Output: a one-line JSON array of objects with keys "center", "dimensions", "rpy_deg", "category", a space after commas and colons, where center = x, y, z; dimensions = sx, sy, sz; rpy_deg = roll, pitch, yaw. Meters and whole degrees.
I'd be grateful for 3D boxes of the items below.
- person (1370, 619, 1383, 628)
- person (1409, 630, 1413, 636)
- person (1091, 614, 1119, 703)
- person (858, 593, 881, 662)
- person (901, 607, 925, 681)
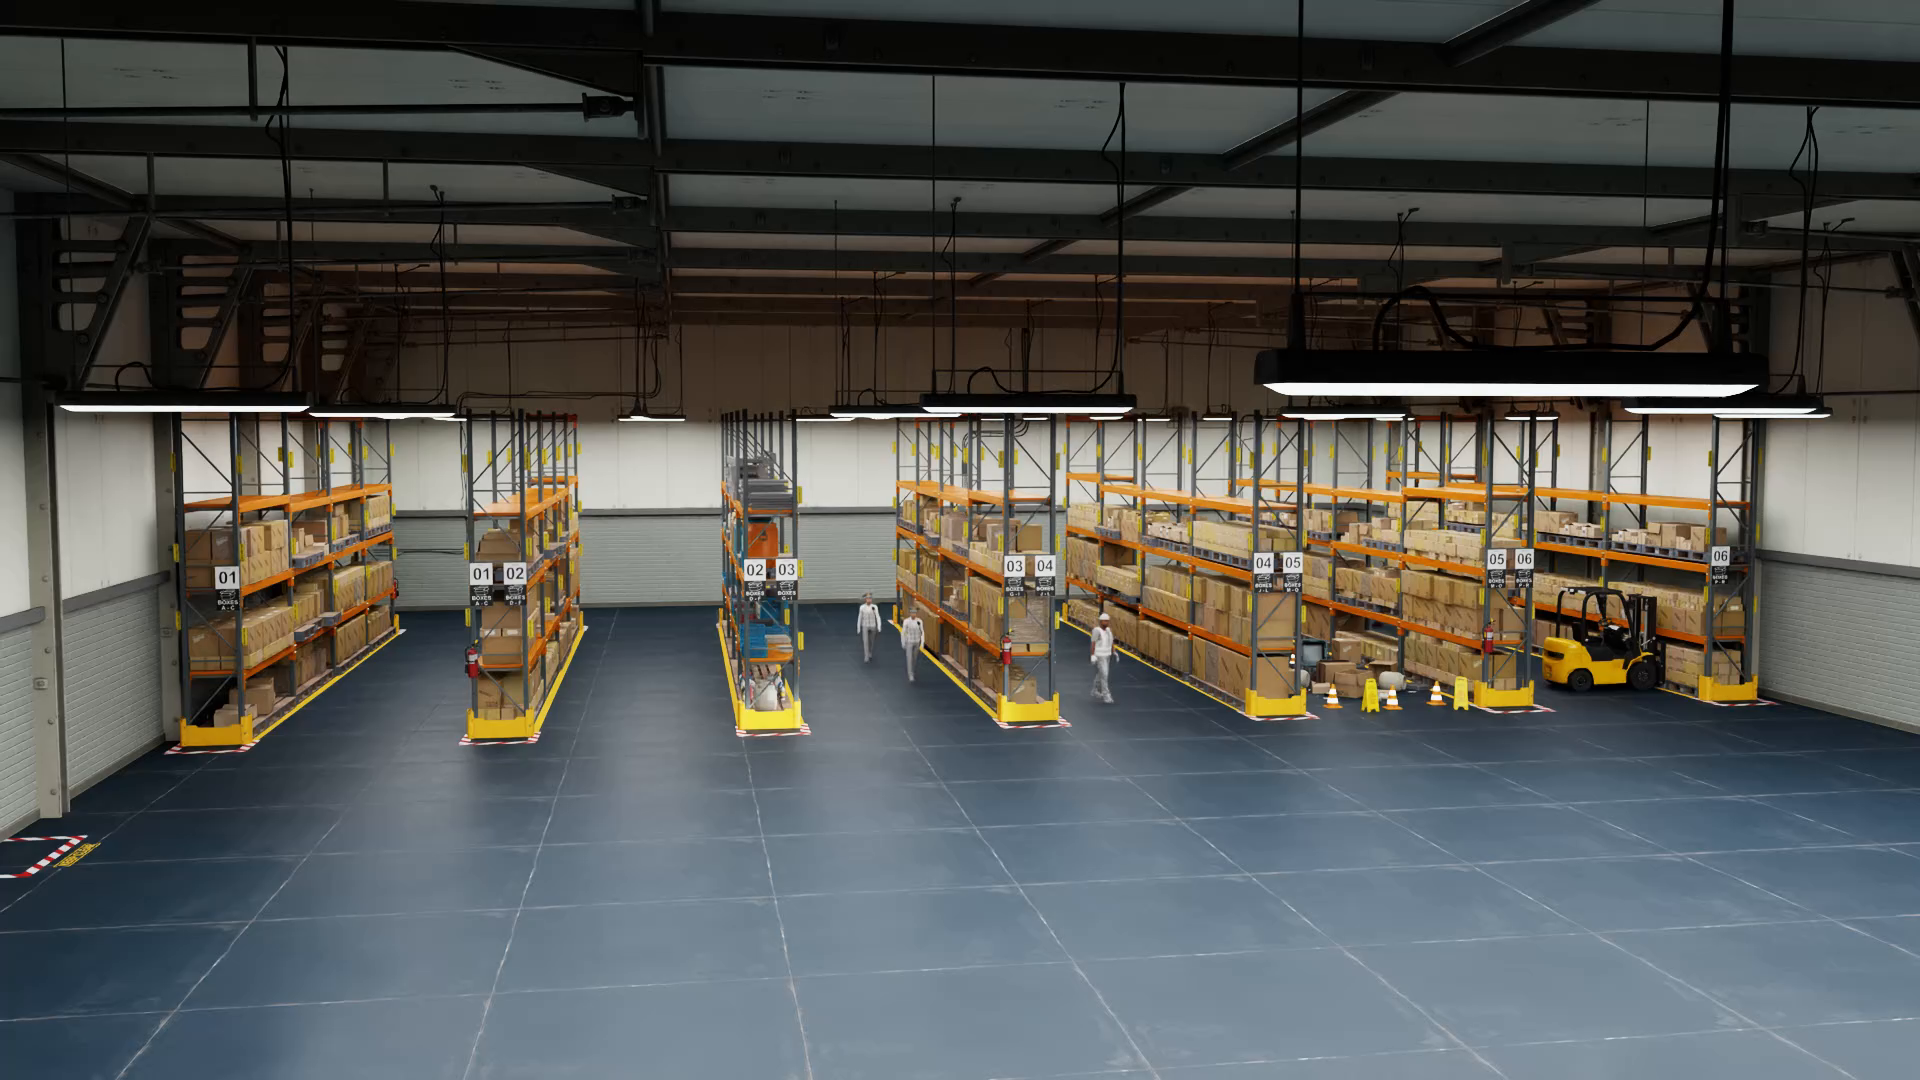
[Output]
[{"center": [11.752, 1.640, 46.916], "dimensions": [0.402, 1.665, 0.528], "rpy_deg": [3, 5, 41], "category": "person"}, {"center": [11.476, 1.977, 41.839], "dimensions": [0.501, 1.669, 0.531], "rpy_deg": [0, 4, -2], "category": "person"}, {"center": [3.011, 2.435, 34.540], "dimensions": [0.708, 1.811, 0.577], "rpy_deg": [3, 5, 33], "category": "person"}, {"center": [-2.193, 2.086, 40.159], "dimensions": [0.554, 1.623, 1.041], "rpy_deg": [-1, 4, -7], "category": "person"}, {"center": [-1.024, 2.297, 37.107], "dimensions": [0.497, 1.628, 0.941], "rpy_deg": [-2, 4, -21], "category": "person"}]
